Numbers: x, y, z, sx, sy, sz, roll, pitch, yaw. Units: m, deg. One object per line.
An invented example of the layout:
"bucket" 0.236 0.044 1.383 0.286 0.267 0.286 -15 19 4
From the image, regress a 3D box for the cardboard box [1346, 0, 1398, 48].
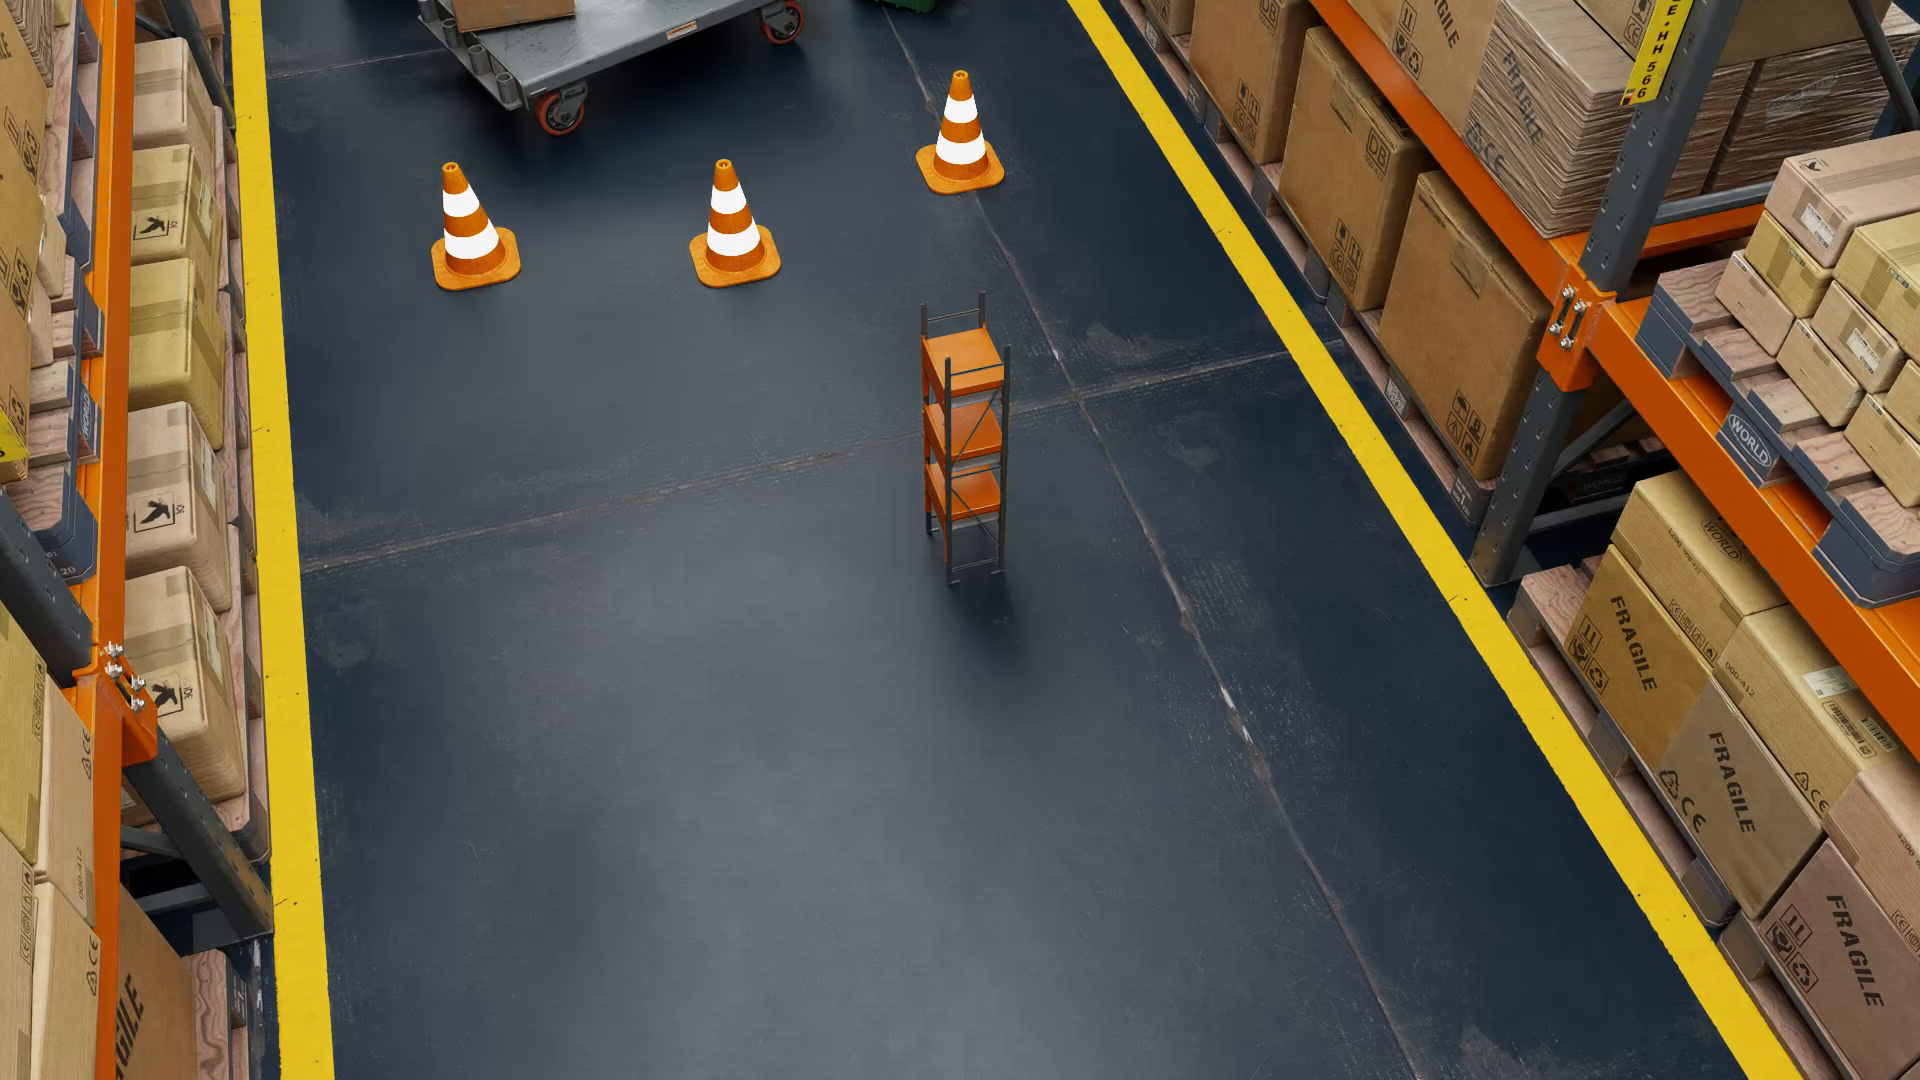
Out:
"cardboard box" 1.545 -1.987 5.397 0.500 0.500 0.500 -14 51 -12

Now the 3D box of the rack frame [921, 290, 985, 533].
"rack frame" -0.020 -0.388 5.391 0.200 1.050 0.008 -13 51 -11

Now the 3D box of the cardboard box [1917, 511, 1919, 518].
"cardboard box" 2.409 -0.049 3.719 0.380 0.149 0.250 -11 51 -9

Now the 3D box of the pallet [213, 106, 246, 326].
"pallet" -3.422 -1.218 6.638 1.003 0.211 1.213 -13 51 -11

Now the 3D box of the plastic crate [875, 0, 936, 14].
"plastic crate" -0.257 -2.821 7.968 0.450 0.188 0.662 16 51 0

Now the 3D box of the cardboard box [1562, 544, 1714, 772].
"cardboard box" 2.194 0.288 4.905 0.500 0.500 0.500 -15 52 -13

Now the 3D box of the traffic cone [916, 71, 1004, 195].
"traffic cone" 0.000 -1.739 6.914 0.336 0.463 0.334 -13 51 -11

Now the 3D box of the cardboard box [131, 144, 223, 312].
"cardboard box" -3.280 -1.066 6.131 0.950 0.372 0.625 -10 51 -9

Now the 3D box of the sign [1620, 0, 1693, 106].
"sign" 1.699 -1.202 4.044 0.100 0.325 0.005 -13 51 -11

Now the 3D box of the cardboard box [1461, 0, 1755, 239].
"cardboard box" 1.839 -1.257 4.782 0.500 0.500 0.500 -13 51 -11

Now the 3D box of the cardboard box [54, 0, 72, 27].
"cardboard box" -2.949 -1.677 5.092 0.380 0.149 0.250 -13 51 -11

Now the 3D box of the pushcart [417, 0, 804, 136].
"pushcart" -1.490 -2.392 7.519 1.648 0.377 0.936 -30 56 -23

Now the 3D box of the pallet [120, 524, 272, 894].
"pallet" -2.700 0.564 5.136 1.003 0.211 1.213 -13 51 -11

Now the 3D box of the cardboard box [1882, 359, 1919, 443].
"cardboard box" 2.344 -0.316 3.750 0.380 0.149 0.250 -15 51 -12

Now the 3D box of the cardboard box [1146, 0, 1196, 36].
"cardboard box" 1.315 -2.855 7.392 1.050 0.750 0.750 -14 51 -11

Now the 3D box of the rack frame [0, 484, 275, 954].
"rack frame" -2.470 0.237 3.589 1.000 3.000 0.127 -13 51 -11

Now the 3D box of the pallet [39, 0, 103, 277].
"pallet" -3.095 -1.138 4.873 1.003 0.211 1.213 -13 51 -11

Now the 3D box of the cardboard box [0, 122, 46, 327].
"cardboard box" -2.543 -0.787 3.917 0.500 0.500 0.500 -11 51 -9

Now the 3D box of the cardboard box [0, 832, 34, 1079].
"cardboard box" -1.929 0.794 2.890 0.500 0.250 0.500 -14 51 -12

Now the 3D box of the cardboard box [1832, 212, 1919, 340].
"cardboard box" 2.262 -0.625 3.816 0.380 0.149 0.250 -15 51 -12

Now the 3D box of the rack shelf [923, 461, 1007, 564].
"rack shelf" 0.016 -0.113 5.536 0.215 0.259 0.240 -13 51 -11

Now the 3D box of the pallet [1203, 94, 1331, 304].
"pallet" 1.710 -1.540 6.910 1.003 0.211 1.213 -13 51 -11

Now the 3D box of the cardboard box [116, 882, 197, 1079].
"cardboard box" -2.345 1.309 3.799 0.875 0.875 0.875 -14 51 -11

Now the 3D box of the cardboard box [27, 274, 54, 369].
"cardboard box" -2.477 -0.521 4.117 0.380 0.149 0.250 -16 52 -13

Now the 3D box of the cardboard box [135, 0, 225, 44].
"cardboard box" -3.570 -2.426 7.357 0.500 0.250 0.500 -15 52 -13

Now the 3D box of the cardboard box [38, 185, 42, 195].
"cardboard box" -2.685 -0.885 4.424 0.380 0.149 0.250 -11 51 -9

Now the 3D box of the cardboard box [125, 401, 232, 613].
"cardboard box" -2.854 -0.004 5.235 0.950 0.372 0.625 -14 51 -12

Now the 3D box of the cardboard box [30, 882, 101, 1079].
"cardboard box" -1.907 0.965 3.072 0.500 0.250 0.500 -12 51 -10

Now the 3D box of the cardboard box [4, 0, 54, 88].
"cardboard box" -2.847 -1.540 4.552 0.500 0.500 0.500 -15 52 -12

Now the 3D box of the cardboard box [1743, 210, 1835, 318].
"cardboard box" 2.180 -0.708 4.080 0.380 0.149 0.250 -11 51 -9

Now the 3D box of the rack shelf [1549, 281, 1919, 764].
"rack shelf" 2.820 0.736 3.638 1.077 0.370 4.000 -13 51 -11

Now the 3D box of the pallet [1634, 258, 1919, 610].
"pallet" 2.541 -0.398 4.249 1.213 0.211 1.003 -13 51 -11

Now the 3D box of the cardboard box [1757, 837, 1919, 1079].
"cardboard box" 2.502 1.029 4.281 0.500 0.500 0.500 -14 51 -12

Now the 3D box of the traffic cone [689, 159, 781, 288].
"traffic cone" -0.908 -1.292 6.537 0.336 0.463 0.334 -13 51 -11

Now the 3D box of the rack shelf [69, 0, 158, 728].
"rack shelf" -3.062 -0.992 5.095 1.077 0.370 4.000 -13 51 -11

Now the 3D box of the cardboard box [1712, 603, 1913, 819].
"cardboard box" 2.351 0.401 4.320 0.500 0.250 0.500 -14 51 -11

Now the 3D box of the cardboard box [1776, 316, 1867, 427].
"cardboard box" 2.247 -0.442 4.051 0.380 0.149 0.250 -11 51 -9

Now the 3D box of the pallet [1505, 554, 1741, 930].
"pallet" 2.458 0.514 5.179 1.003 0.211 1.213 -13 51 -11

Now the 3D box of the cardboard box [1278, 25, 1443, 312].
"cardboard box" 1.873 -1.469 6.224 1.050 0.750 0.750 -13 51 -10

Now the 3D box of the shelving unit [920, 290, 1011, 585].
"shelving unit" 0.016 -0.299 5.316 0.215 1.050 0.252 -13 51 -11
